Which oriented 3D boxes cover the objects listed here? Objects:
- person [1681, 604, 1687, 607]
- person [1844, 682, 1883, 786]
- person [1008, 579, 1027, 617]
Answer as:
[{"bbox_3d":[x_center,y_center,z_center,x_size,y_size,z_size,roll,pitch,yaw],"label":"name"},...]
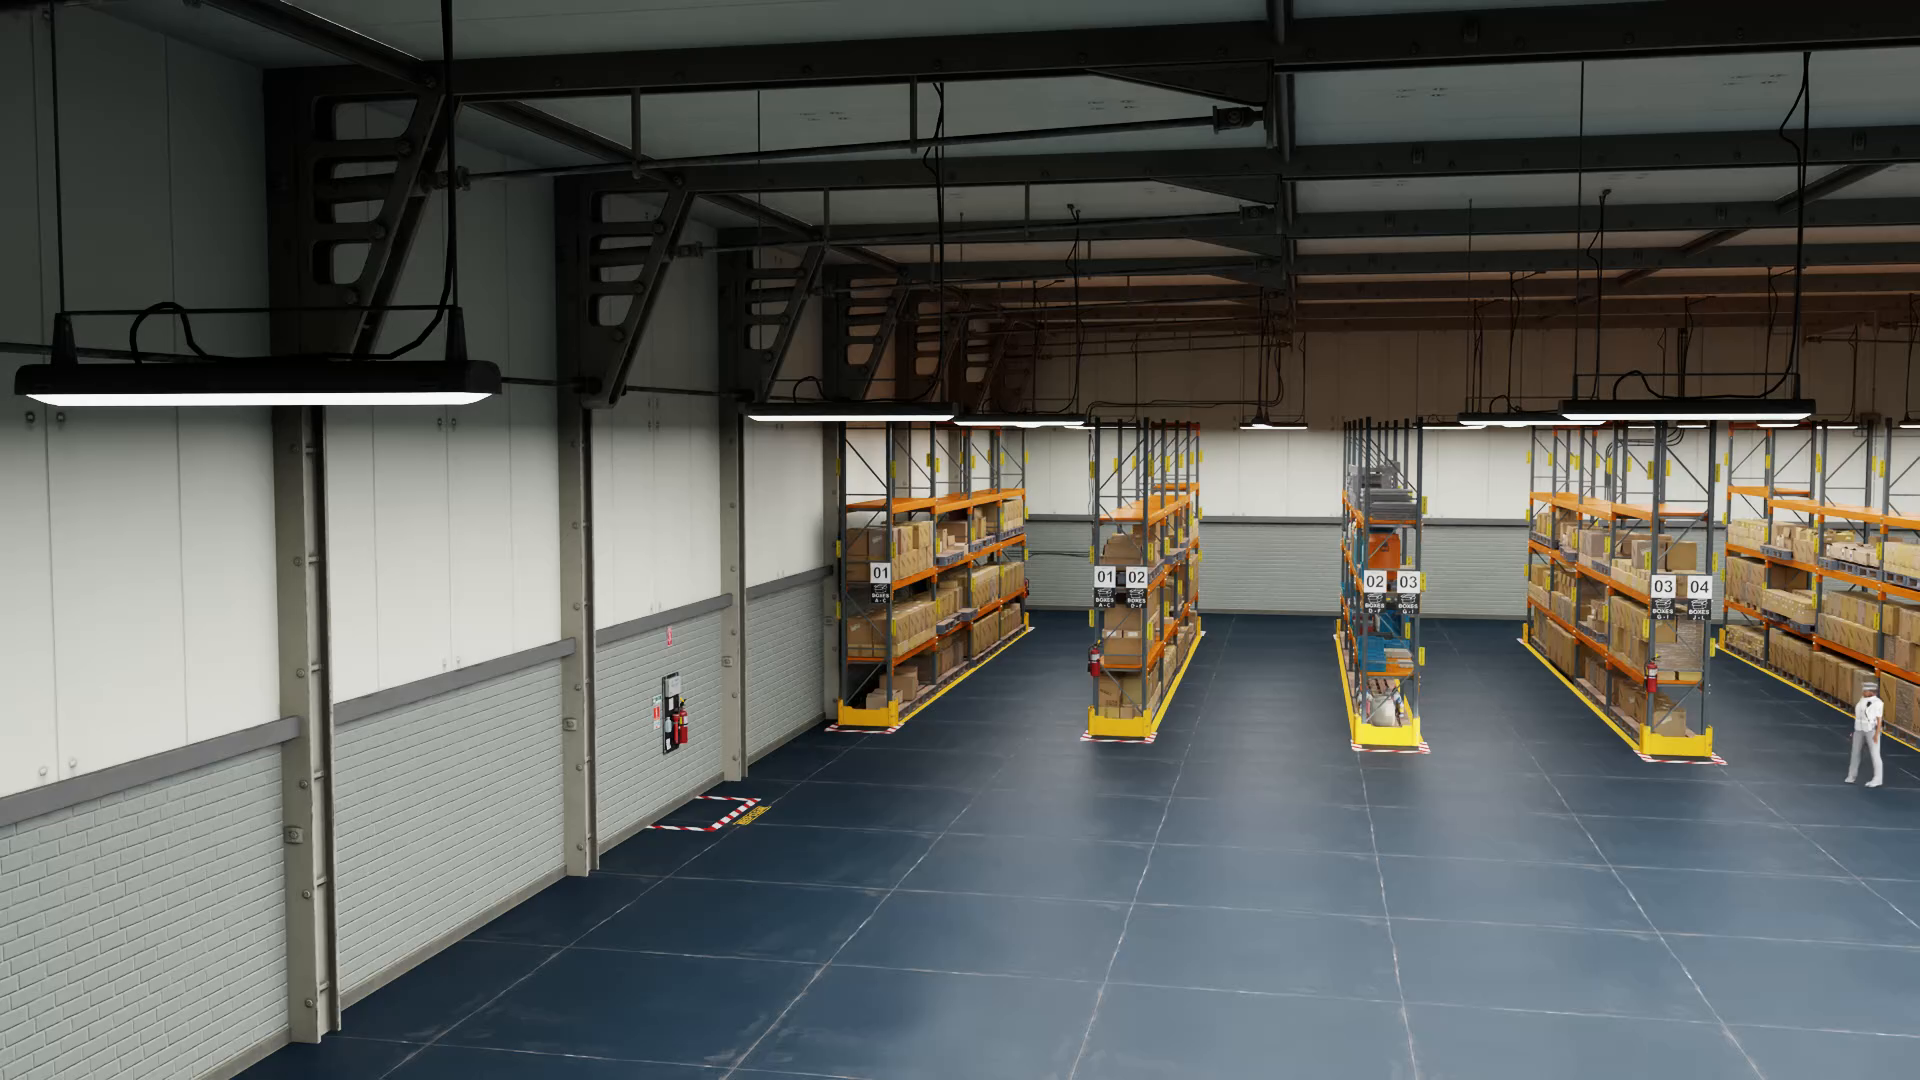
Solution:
[{"bbox_3d":[18.975,2.020,43.901,0.500,1.661,1.014,1,4,16],"label":"person"},{"bbox_3d":[14.684,3.136,27.006,0.439,1.657,0.514,-2,4,-28],"label":"person"},{"bbox_3d":[1.677,1.660,49.156,0.618,1.803,0.412,-1,4,-18],"label":"person"}]
